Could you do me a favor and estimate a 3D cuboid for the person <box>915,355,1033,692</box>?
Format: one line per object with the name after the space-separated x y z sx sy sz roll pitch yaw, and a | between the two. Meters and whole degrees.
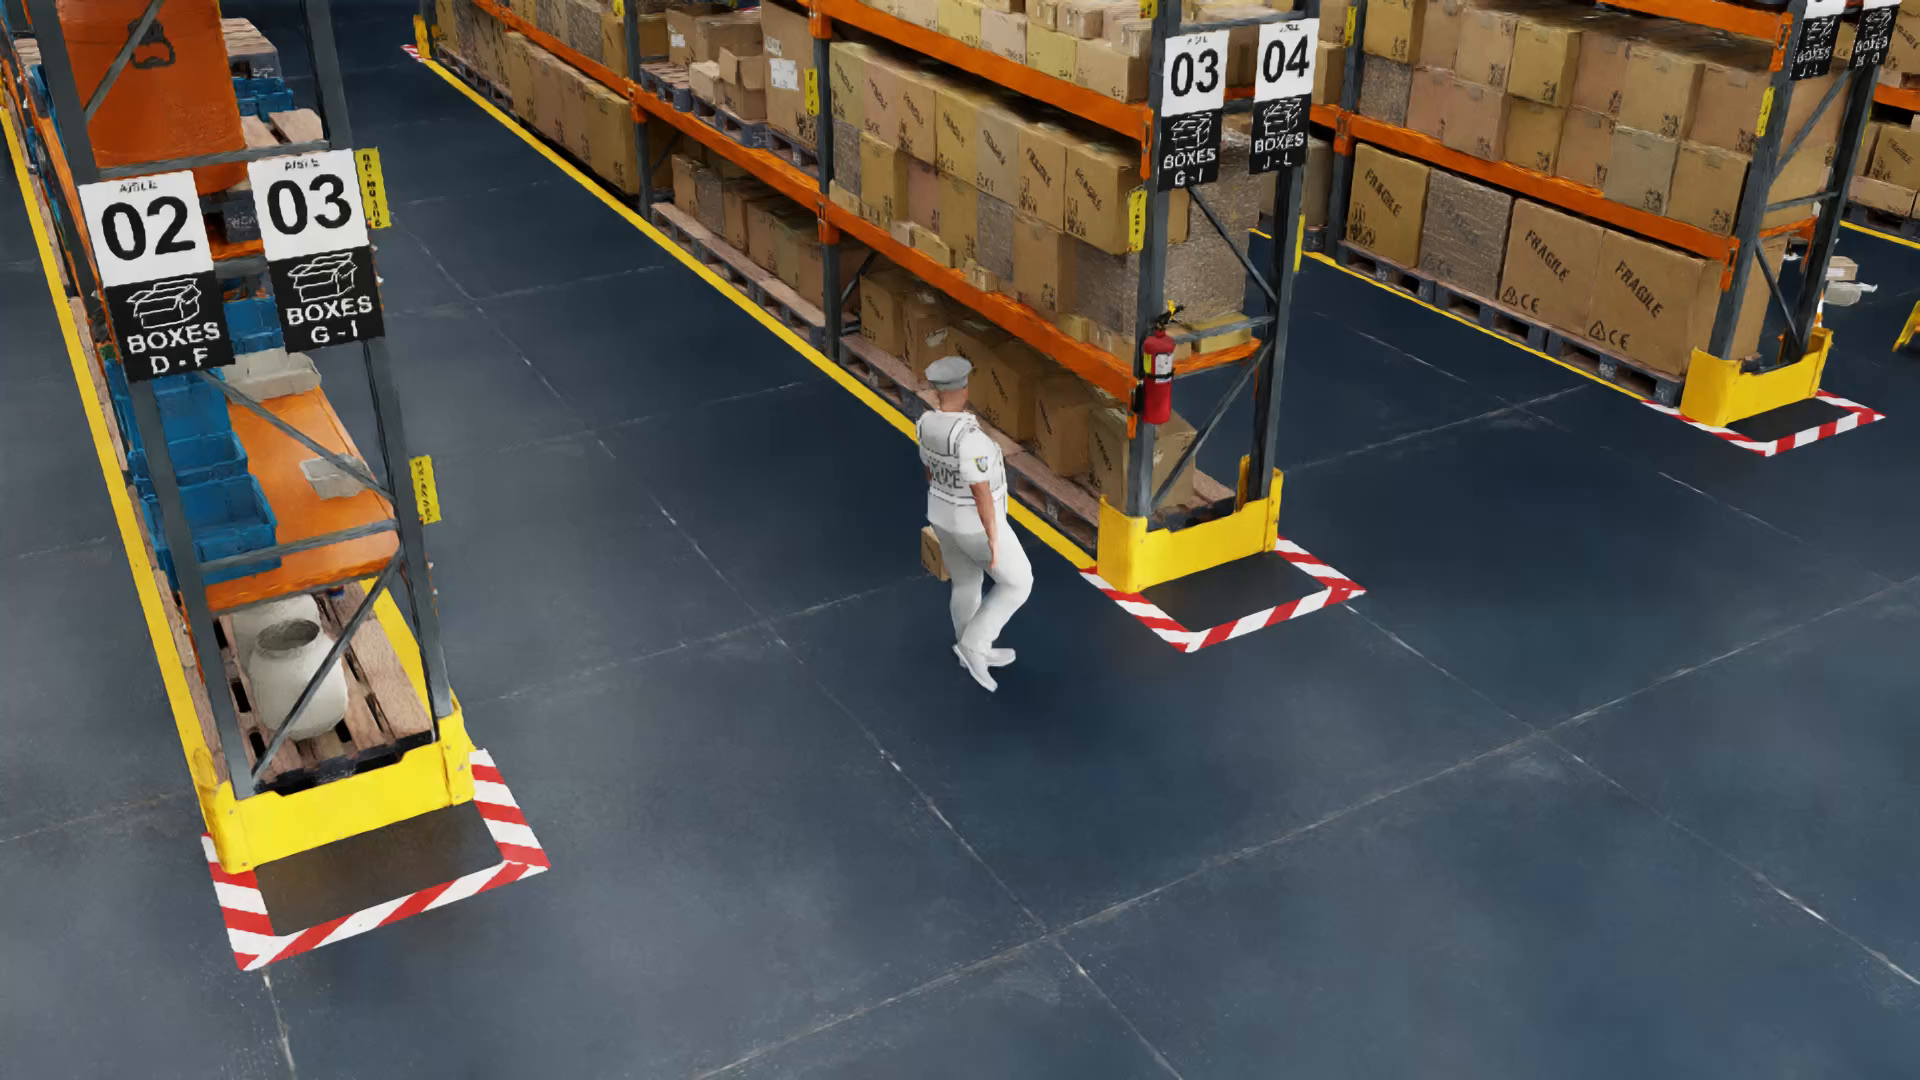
0.067 -0.080 8.698 0.476 1.748 0.690 -20 35 -32 | person
